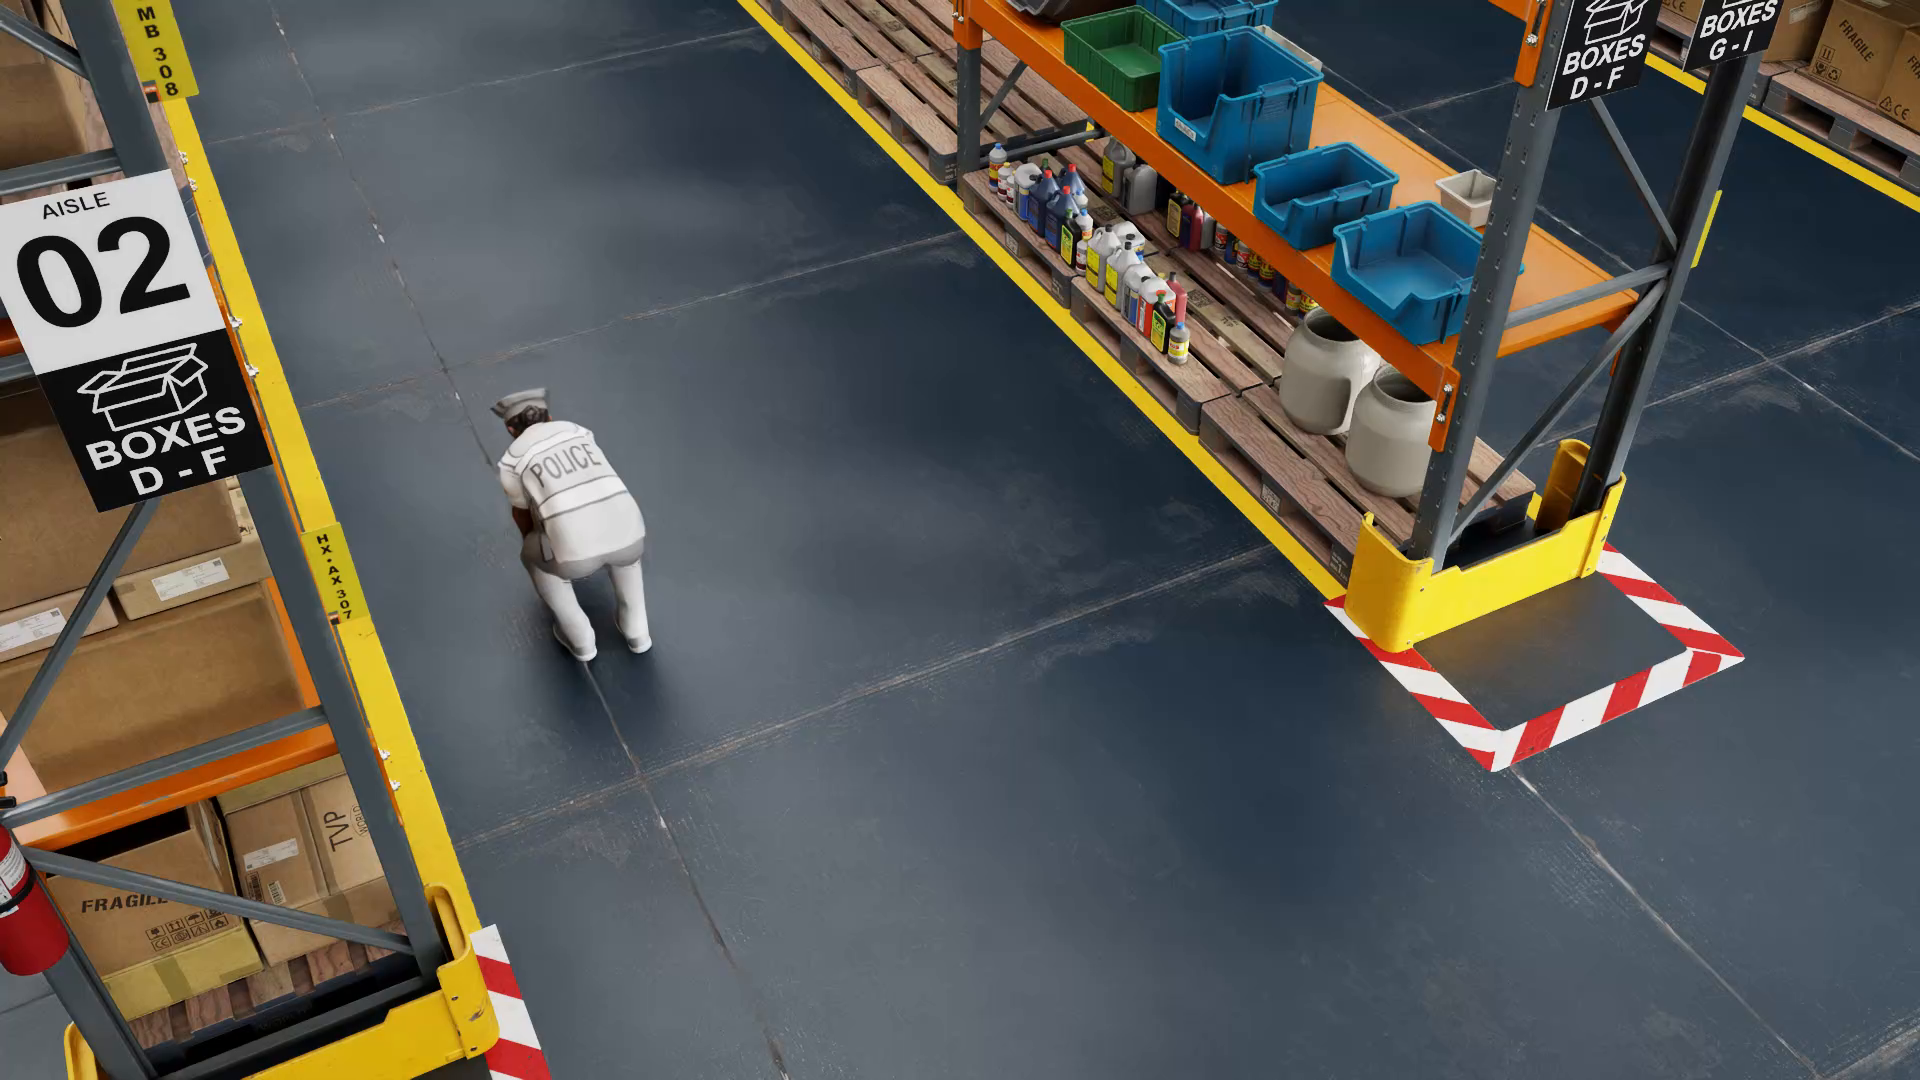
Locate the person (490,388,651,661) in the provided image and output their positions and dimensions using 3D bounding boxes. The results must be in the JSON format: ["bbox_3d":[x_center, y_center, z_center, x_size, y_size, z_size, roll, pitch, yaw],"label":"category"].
[{"bbox_3d":[-1.564,-0.047,6.721,0.455,0.993,0.930,-21,46,-22],"label":"person"}]
